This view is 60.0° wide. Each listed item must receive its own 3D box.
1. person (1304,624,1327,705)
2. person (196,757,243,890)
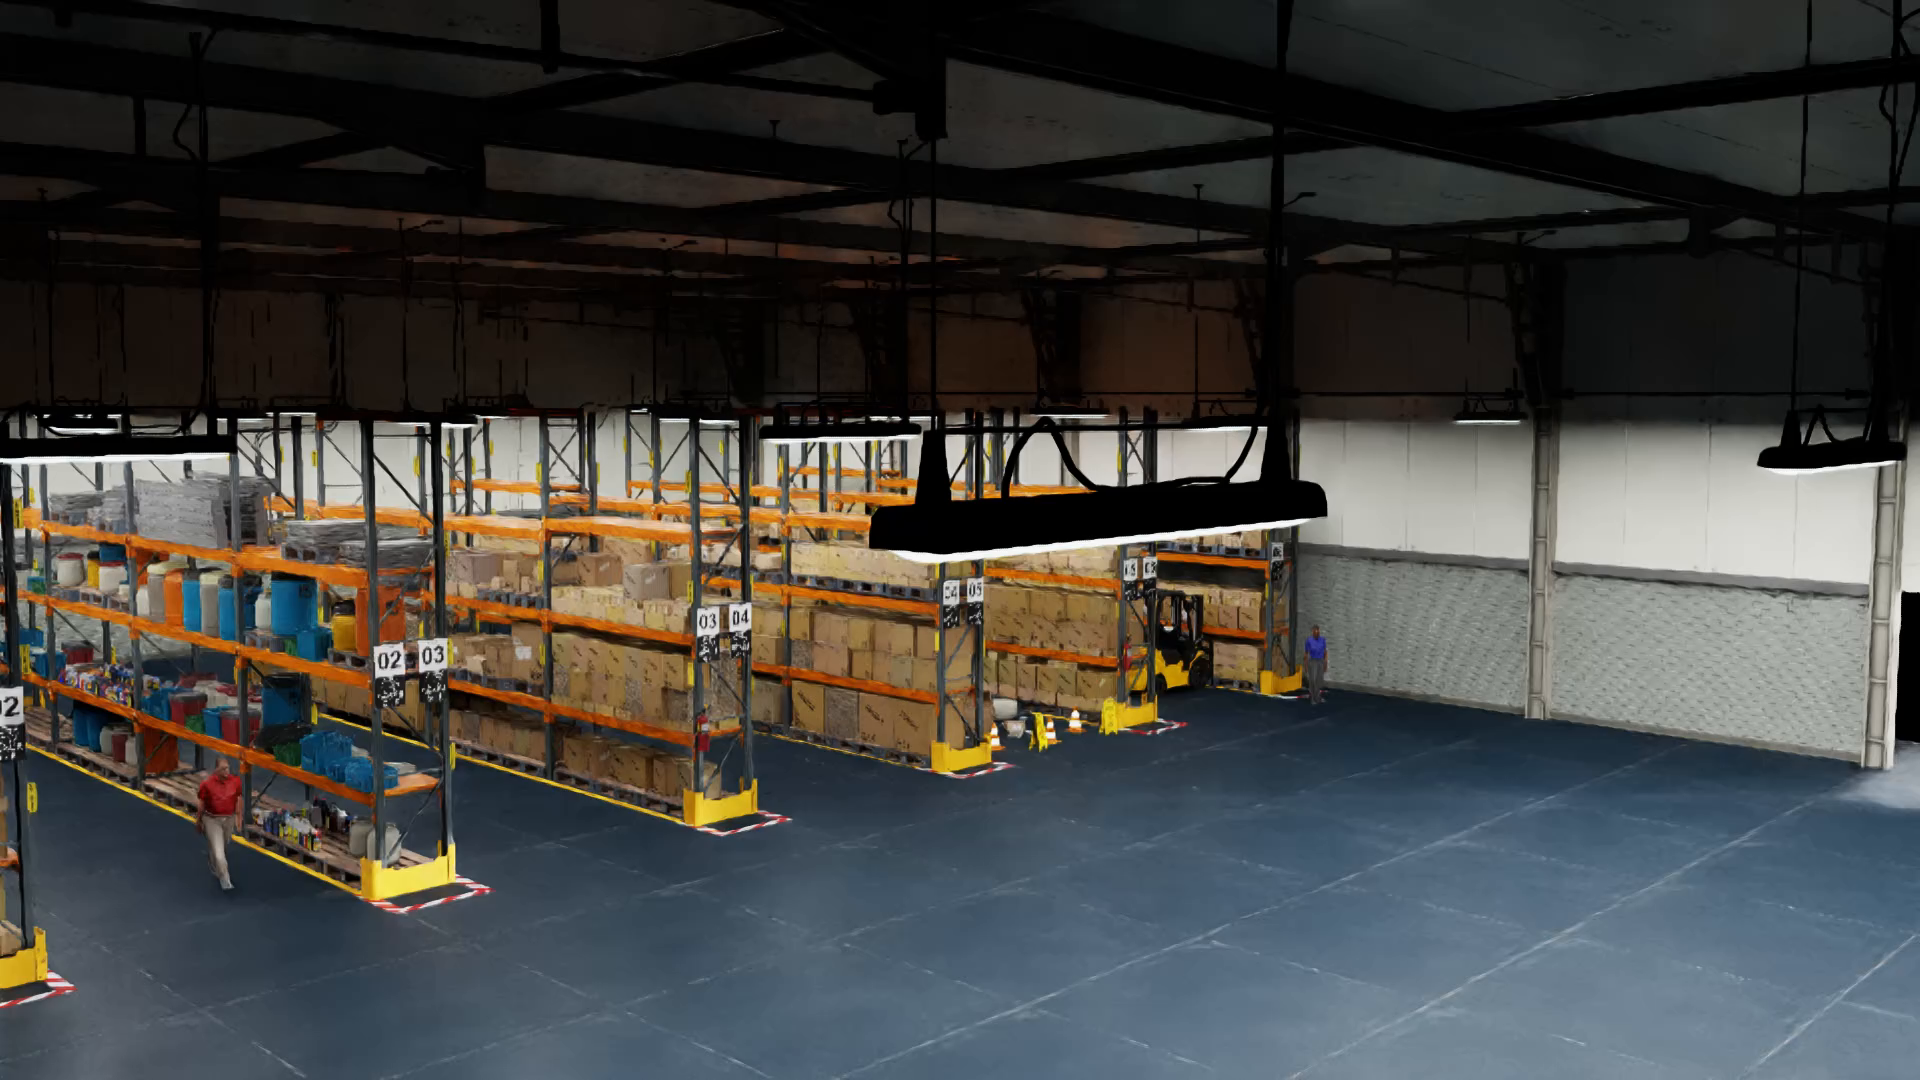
[{"bbox_3d":[7.254,2.522,33.921,0.509,1.630,0.551,-1,5,-9],"label":"person"},{"bbox_3d":[-9.493,3.603,21.416,1.130,1.632,0.540,4,7,42],"label":"person"}]
